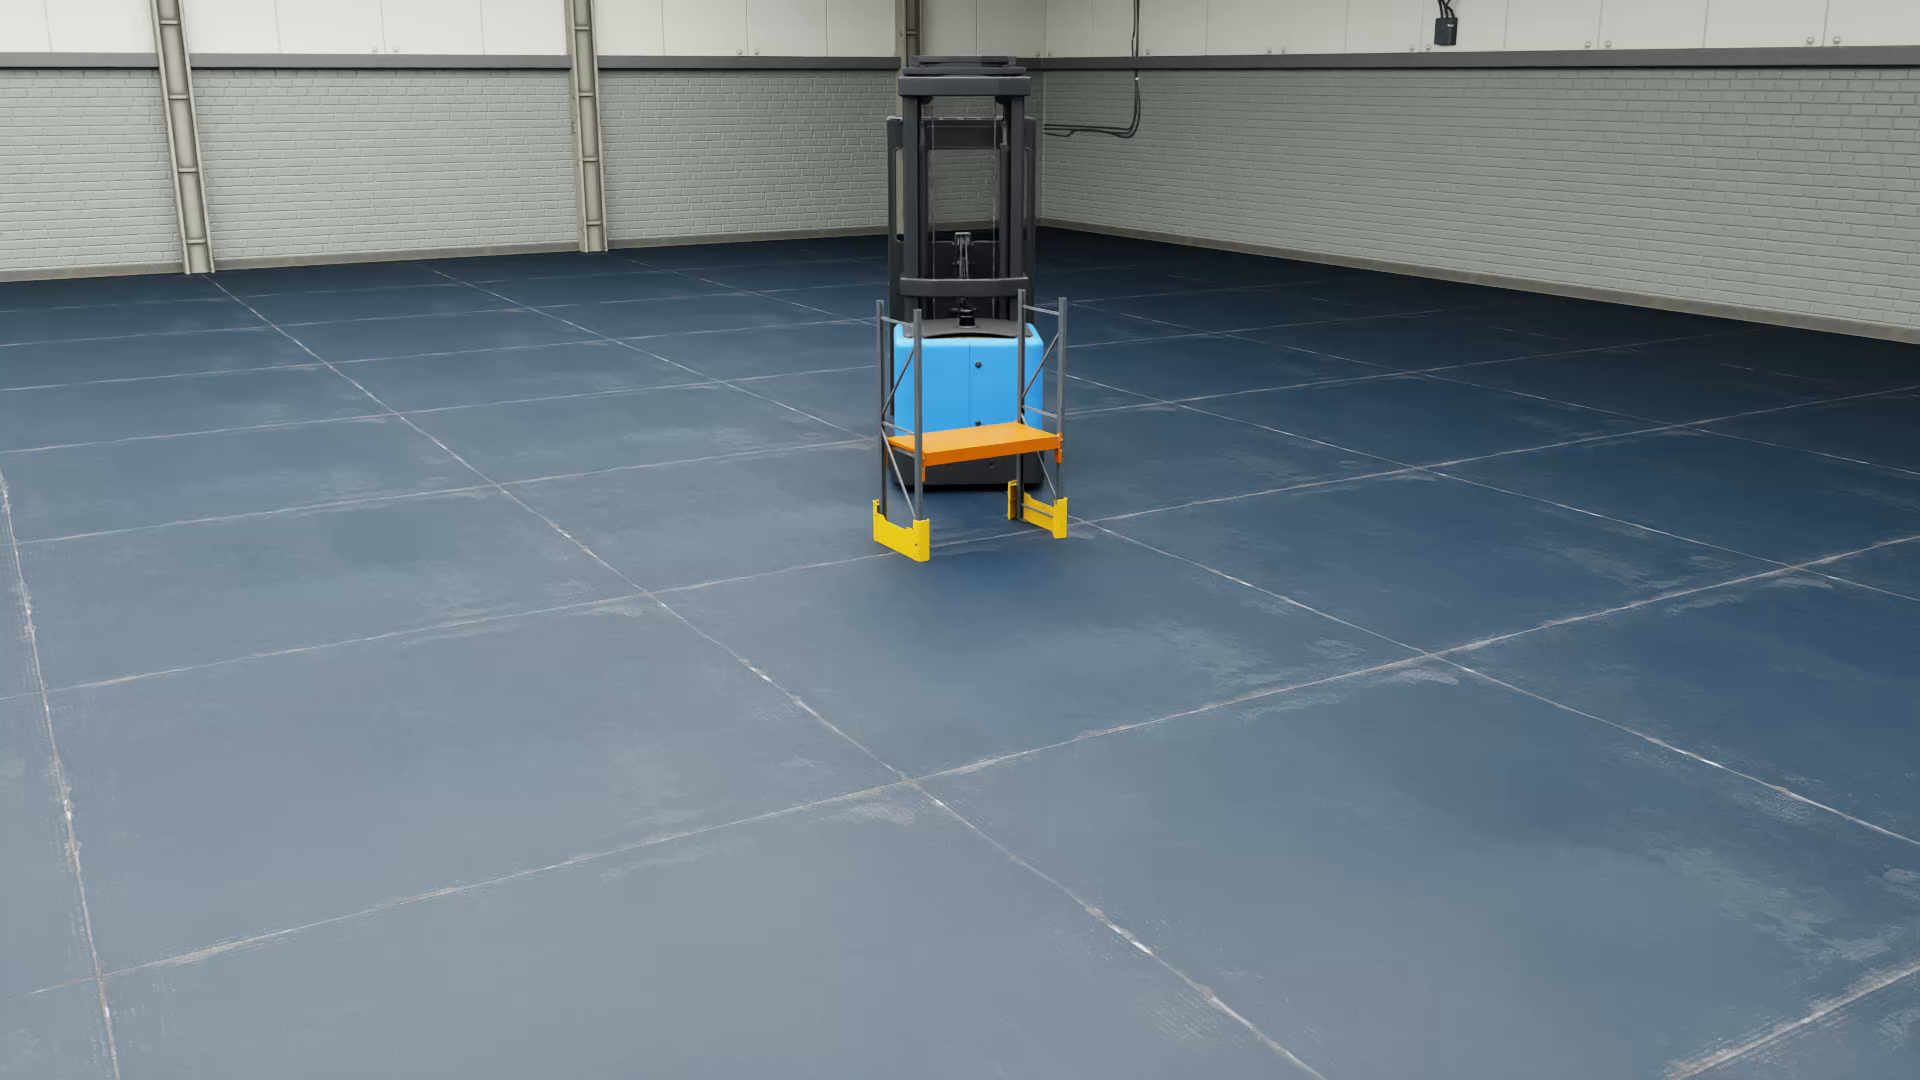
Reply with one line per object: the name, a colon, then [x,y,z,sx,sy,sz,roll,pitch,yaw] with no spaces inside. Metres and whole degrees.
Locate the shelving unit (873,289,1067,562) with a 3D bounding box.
shelving unit: [0.065,-0.733,10.245,1.083,1.500,0.587,-9,18,-30]

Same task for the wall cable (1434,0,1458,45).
wall cable: [7.178,-9.481,21.261,0.169,6.003,2.305,-9,18,-30]

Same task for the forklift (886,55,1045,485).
forklift: [0.000,-2.135,12.596,1.130,2.935,3.031,-1,16,-2]

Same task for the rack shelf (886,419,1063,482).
rack shelf: [0.073,-0.561,10.298,1.000,0.185,0.538,-9,18,-30]

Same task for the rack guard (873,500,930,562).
rack guard: [-0.362,-0.062,10.167,0.087,0.250,0.587,-9,18,-30]

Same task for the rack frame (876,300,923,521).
rack frame: [-0.363,-0.663,9.998,0.032,1.500,0.500,-9,18,-30]

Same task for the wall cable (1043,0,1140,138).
wall cable: [2.303,-8.547,29.983,0.112,2.526,3.097,-9,18,-30]

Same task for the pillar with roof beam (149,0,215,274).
pillar with roof beam: [-8.973,-7.275,19.690,0.400,9.000,9.100,-9,18,-30]

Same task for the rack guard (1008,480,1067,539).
rack guard: [0.492,-0.200,10.661,0.087,0.250,0.587,-9,18,-30]

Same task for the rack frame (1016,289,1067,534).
rack frame: [0.509,-0.805,10.502,0.032,1.500,0.500,-9,18,-30]

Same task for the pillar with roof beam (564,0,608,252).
pillar with roof beam: [-3.829,-8.109,22.665,0.400,9.000,9.100,-9,18,-30]

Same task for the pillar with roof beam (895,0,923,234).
pillar with roof beam: [1.314,-8.943,25.641,0.400,9.000,9.100,-9,18,-30]
